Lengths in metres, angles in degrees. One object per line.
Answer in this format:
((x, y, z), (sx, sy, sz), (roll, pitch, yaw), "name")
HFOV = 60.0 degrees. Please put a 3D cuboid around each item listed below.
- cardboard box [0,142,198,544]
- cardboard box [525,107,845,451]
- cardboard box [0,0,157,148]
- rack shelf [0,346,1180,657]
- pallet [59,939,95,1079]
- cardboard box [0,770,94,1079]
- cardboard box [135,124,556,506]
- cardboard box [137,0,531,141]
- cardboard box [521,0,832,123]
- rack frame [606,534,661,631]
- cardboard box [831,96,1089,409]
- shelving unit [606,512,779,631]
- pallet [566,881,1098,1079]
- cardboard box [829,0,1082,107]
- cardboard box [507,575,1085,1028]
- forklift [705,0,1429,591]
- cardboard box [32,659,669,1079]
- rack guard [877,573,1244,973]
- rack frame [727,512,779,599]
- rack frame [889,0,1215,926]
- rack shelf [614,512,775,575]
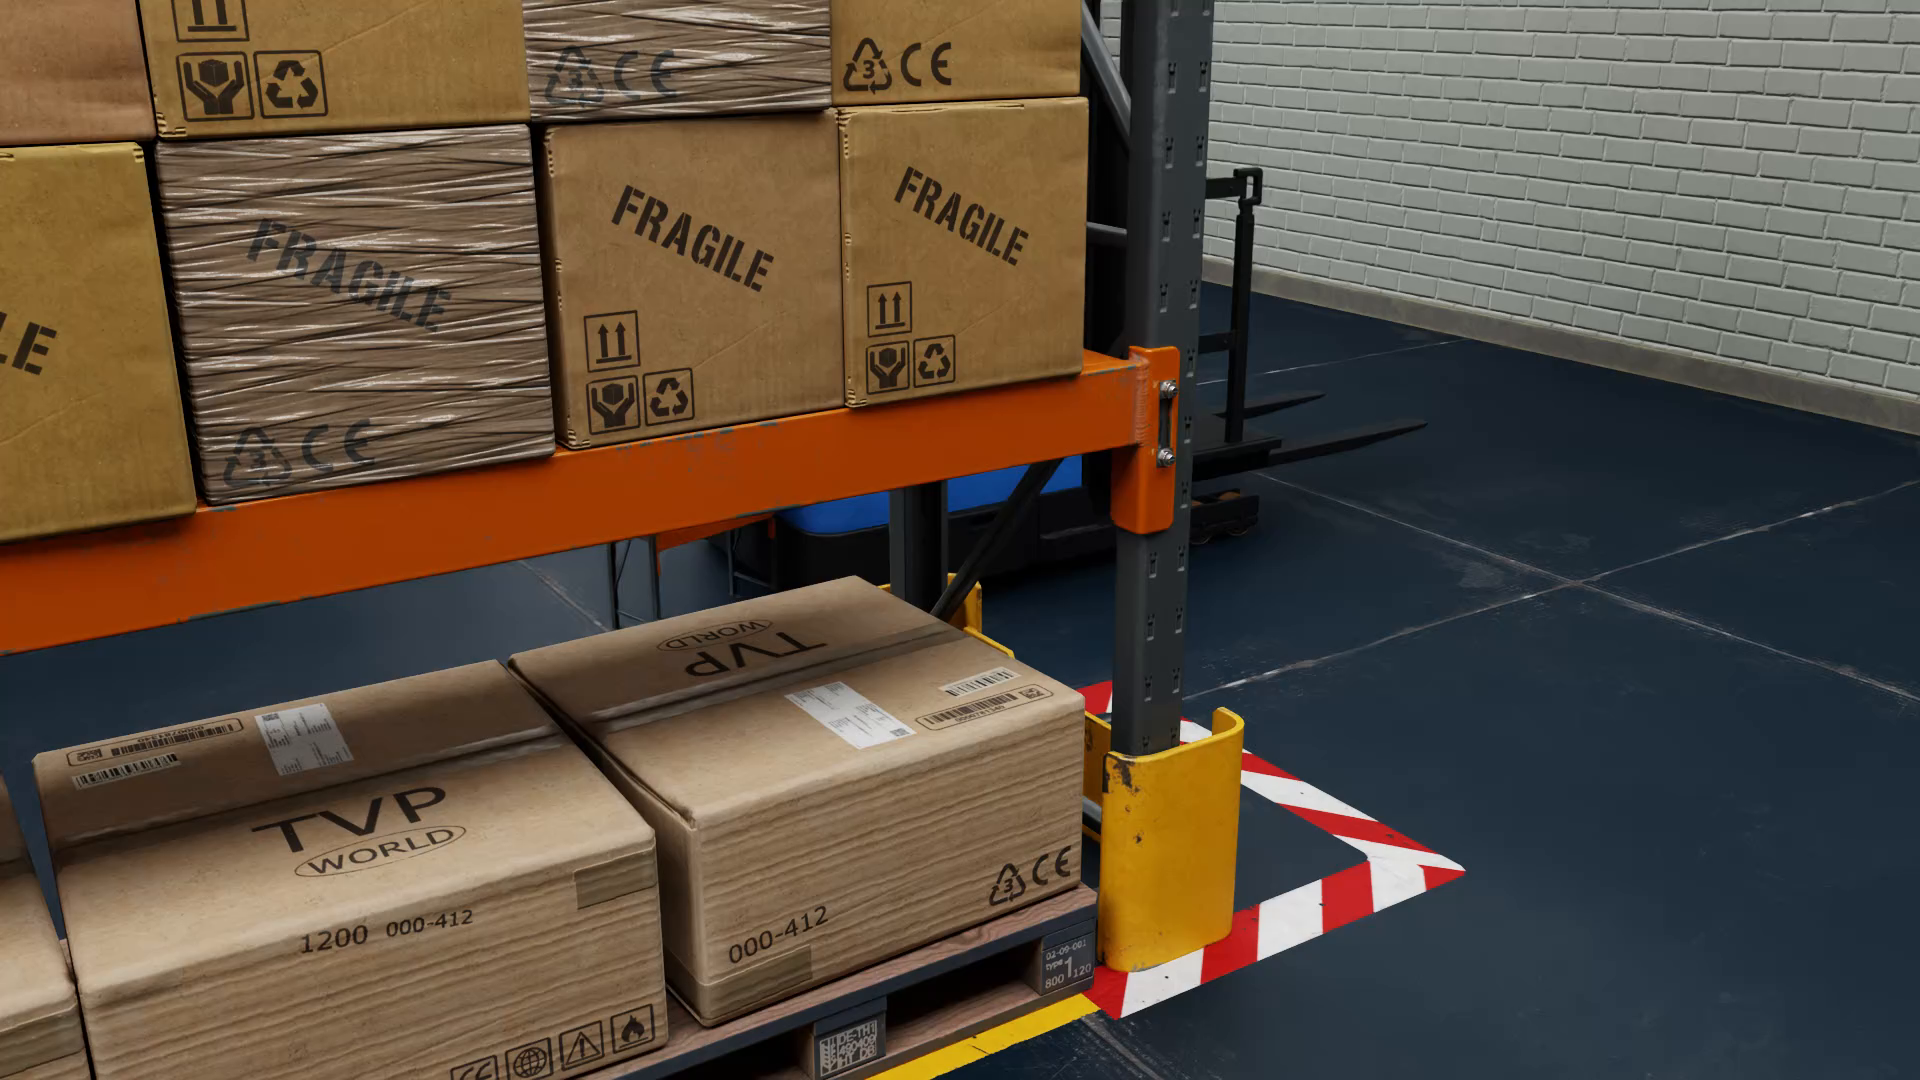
((-1.389, -0.296, 2.282), (0.500, 0.500, 0.500), (-11, 22, -30), "cardboard box")
((-0.540, -0.484, 2.837), (0.500, 0.500, 0.500), (-12, 22, -33), "cardboard box")
((-1.383, -0.775, 2.137), (0.500, 0.500, 0.500), (-12, 22, -32), "cardboard box")
((-1.526, 0.016, 2.637), (4.000, 0.370, 1.077), (-12, 22, -31), "rack shelf")
((-1.498, 1.019, 2.900), (1.213, 0.211, 1.003), (-12, 22, -31), "pallet")
((-1.866, 0.803, 2.532), (0.875, 0.438, 0.875), (-13, 22, -33), "cardboard box")
((-0.965, -0.391, 2.561), (0.500, 0.500, 0.500), (-11, 22, -30), "cardboard box")
((-0.962, -0.863, 2.397), (0.500, 0.500, 0.500), (-12, 22, -32), "cardboard box")
((-0.548, -0.949, 2.652), (0.500, 0.500, 0.500), (-12, 22, -31), "cardboard box")
((-1.021, -0.238, 5.075), (0.240, 1.200, 0.015), (16, 25, 40), "rack frame")
((-0.113, -0.569, 3.087), (0.500, 0.500, 0.500), (-12, 22, -31), "cardboard box")
((-0.857, -0.296, 5.246), (0.258, 1.200, 0.503), (16, 25, 40), "shelving unit")
((-0.480, 0.806, 3.532), (1.213, 0.211, 1.003), (-12, 22, -31), "pallet")
((-0.127, -1.049, 2.948), (0.500, 0.500, 0.500), (-11, 22, -30), "cardboard box")
((-0.352, 0.481, 3.484), (0.875, 0.438, 0.875), (-13, 23, -33), "cardboard box")
((0.529, -1.498, 6.100), (3.031, 2.935, 1.130), (-12, 22, -31), "forklift")
((-1.112, 0.644, 3.000), (0.875, 0.438, 0.875), (-11, 22, -30), "cardboard box")
((0.164, 0.503, 3.976), (0.348, 0.500, 1.175), (-12, 22, -31), "rack guard")
((-0.694, -0.354, 5.417), (0.240, 1.200, 0.015), (16, 25, 40), "rack frame")
((0.144, -0.677, 3.563), (0.127, 3.000, 1.000), (-12, 22, -31), "rack frame")
((-0.857, -0.044, 5.331), (0.258, 0.148, 0.480), (16, 25, 40), "rack shelf")
